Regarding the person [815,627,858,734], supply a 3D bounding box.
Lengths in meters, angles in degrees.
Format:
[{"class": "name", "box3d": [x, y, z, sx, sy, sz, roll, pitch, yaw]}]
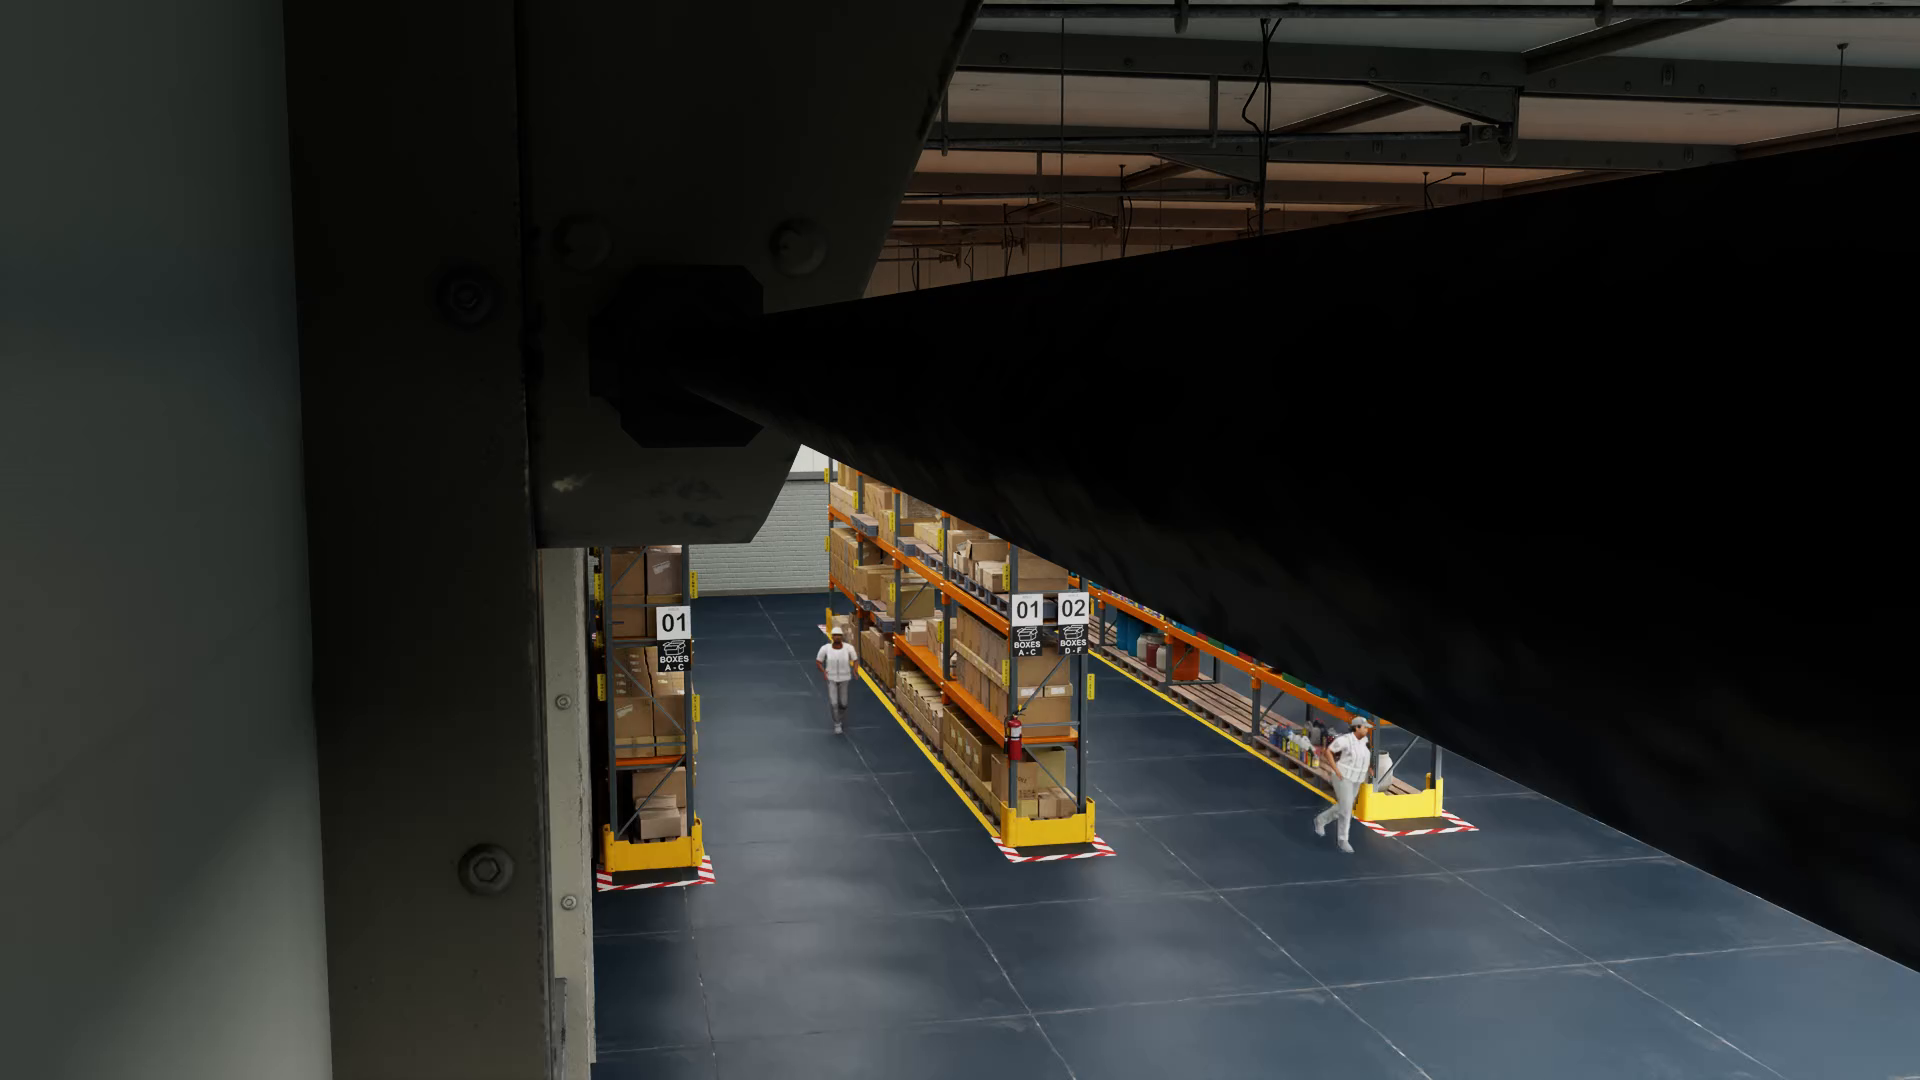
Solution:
[{"class": "person", "box3d": [-2.005, 2.265, 27.160, 0.702, 1.724, 0.598, -1, 7, -7]}]

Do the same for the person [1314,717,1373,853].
[{"class": "person", "box3d": [4.911, 3.043, 21.122, 0.737, 1.627, 0.787, -5, 8, -36]}]
